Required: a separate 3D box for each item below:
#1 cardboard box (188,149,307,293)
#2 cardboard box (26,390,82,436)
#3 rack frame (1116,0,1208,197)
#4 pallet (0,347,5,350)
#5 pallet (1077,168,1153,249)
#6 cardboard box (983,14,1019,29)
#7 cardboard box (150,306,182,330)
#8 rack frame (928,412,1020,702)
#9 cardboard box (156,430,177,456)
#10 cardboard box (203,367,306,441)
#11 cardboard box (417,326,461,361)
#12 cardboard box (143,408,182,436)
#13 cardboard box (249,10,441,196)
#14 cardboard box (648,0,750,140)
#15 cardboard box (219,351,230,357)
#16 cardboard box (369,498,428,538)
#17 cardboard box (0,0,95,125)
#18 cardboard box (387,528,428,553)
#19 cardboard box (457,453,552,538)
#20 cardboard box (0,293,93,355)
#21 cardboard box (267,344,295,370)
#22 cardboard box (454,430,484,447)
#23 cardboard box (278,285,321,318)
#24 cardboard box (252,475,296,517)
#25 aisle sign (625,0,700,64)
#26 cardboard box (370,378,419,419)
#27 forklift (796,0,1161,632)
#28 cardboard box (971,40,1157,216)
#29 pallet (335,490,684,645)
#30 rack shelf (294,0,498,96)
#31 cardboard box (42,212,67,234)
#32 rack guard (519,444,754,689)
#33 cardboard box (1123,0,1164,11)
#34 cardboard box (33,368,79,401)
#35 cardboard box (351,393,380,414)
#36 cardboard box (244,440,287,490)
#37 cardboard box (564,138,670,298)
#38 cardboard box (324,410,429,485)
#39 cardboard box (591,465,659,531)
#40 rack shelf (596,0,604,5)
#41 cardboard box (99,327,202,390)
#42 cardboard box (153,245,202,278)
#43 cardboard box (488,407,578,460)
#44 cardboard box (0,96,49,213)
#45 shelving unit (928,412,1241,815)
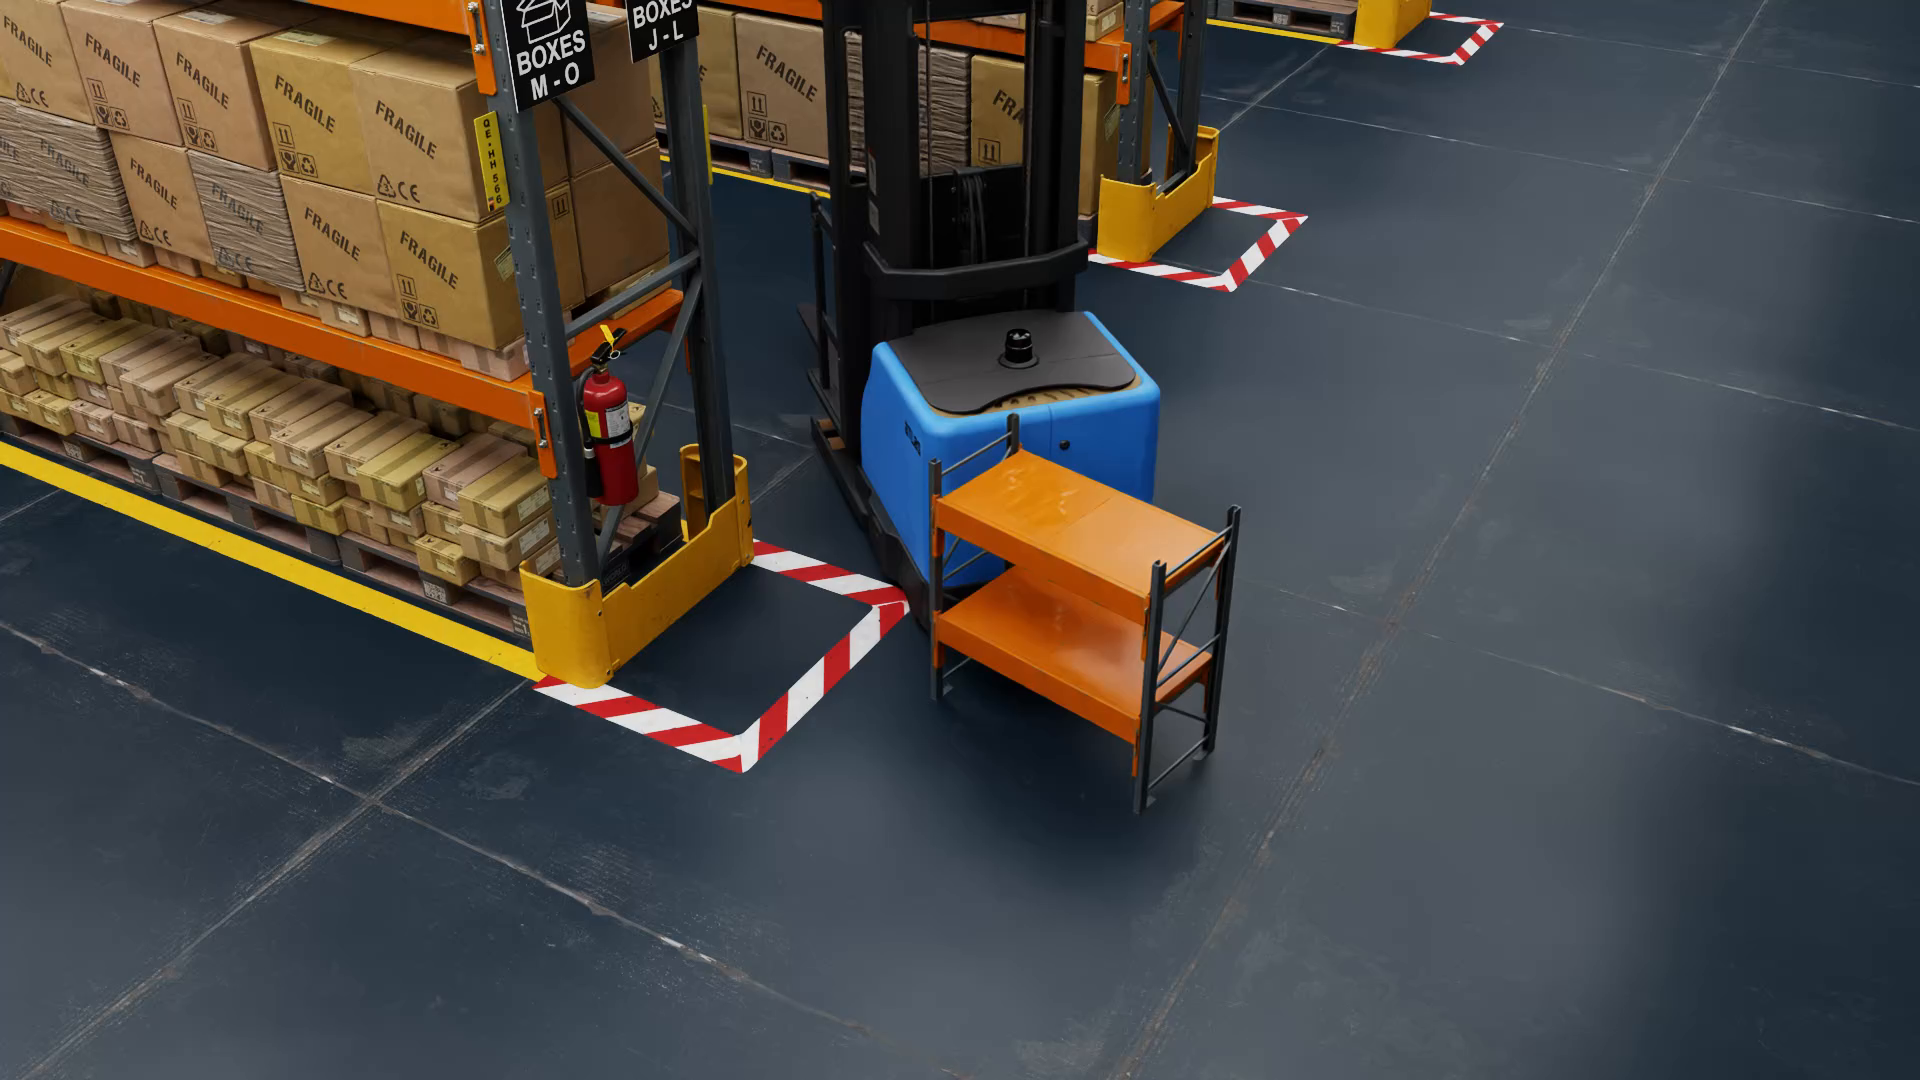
[{"bbox_3d":[-2.700,-1.374,6.748,0.500,0.500,0.500,18,38,25],"label":"cardboard box"},{"bbox_3d":[-4.378,-0.690,8.273,0.250,0.149,0.380,19,38,26],"label":"cardboard box"},{"bbox_3d":[1.256,-3.289,9.983,0.127,3.000,1.000,18,37,24],"label":"rack frame"},{"bbox_3d":[-5.442,-1.083,9.185,1.213,0.211,1.003,18,37,24],"label":"pallet"},{"bbox_3d":[0.523,-2.310,11.029,1.213,0.211,1.003,18,37,24],"label":"pallet"},{"bbox_3d":[0.338,-3.264,10.173,0.250,0.149,0.380,18,38,25],"label":"cardboard box"},{"bbox_3d":[-3.866,-1.177,8.468,0.250,0.149,0.380,17,37,24],"label":"cardboard box"},{"bbox_3d":[0.057,0.079,6.616,0.032,1.125,0.500,26,41,33],"label":"rack frame"},{"bbox_3d":[-3.640,-0.544,8.054,0.250,0.149,0.380,16,37,22],"label":"cardboard box"},{"bbox_3d":[-3.225,-0.629,7.645,0.250,0.149,0.380,18,38,25],"label":"cardboard box"},{"bbox_3d":[-1.913,-0.865,6.570,0.250,0.149,0.380,18,37,24],"label":"cardboard box"},{"bbox_3d":[-3.656,-0.650,7.944,0.250,0.149,0.380,19,38,27],"label":"cardboard box"},{"bbox_3d":[-2.253,-1.657,6.271,0.500,0.500,0.500,16,37,23],"label":"cardboard box"},{"bbox_3d":[-1.684,-3.459,11.777,0.875,0.875,0.875,18,37,24],"label":"cardboard box"},{"bbox_3d":[-3.683,-0.958,8.408,0.250,0.149,0.380,18,38,25],"label":"cardboard box"},{"bbox_3d":[-2.345,-0.192,7.256,0.250,0.149,0.380,16,37,23],"label":"cardboard box"},{"bbox_3d":[-3.615,-2.081,6.909,0.500,0.500,0.500,18,38,25],"label":"cardboard box"},{"bbox_3d":[-2.313,-0.099,7.385,0.250,0.149,0.380,17,37,24],"label":"cardboard box"},{"bbox_3d":[-1.878,-0.189,6.984,0.250,0.149,0.380,18,38,25],"label":"cardboard box"},{"bbox_3d":[-4.569,-1.071,8.309,0.250,0.149,0.380,19,38,26],"label":"cardboard box"},{"bbox_3d":[-3.159,-0.970,8.156,0.250,0.149,0.380,16,37,23],"label":"cardboard box"},{"bbox_3d":[-2.086,-0.437,7.624,0.250,0.149,0.380,18,38,25],"label":"cardboard box"},{"bbox_3d":[-2.586,-1.073,6.881,0.250,0.149,0.380,16,37,22],"label":"cardboard box"},{"bbox_3d":[-3.014,-0.285,7.665,0.250,0.149,0.380,18,38,25],"label":"cardboard box"},{"bbox_3d":[-1.081,-2.136,5.906,0.004,0.787,0.394,18,37,24],"label":"aisle sign"},{"bbox_3d":[-2.526,-0.731,7.798,0.250,0.149,0.380,19,38,26],"label":"cardboard box"},{"bbox_3d":[-0.114,-1.630,7.553,1.130,2.935,3.031,-11,35,-15],"label":"forklift"},{"bbox_3d":[0.661,-2.717,10.662,0.875,0.875,0.875,18,37,24],"label":"cardboard box"},{"bbox_3d":[-2.047,-0.031,7.605,1.213,0.211,1.003,18,37,24],"label":"pallet"},{"bbox_3d":[-3.029,-2.429,6.634,4.000,0.370,1.077,18,37,24],"label":"rack shelf"},{"bbox_3d":[-3.930,-1.529,7.567,0.250,0.149,0.380,16,37,22],"label":"cardboard box"},{"bbox_3d":[-1.359,0.090,7.164,0.348,0.500,1.175,18,37,24],"label":"rack guard"},{"bbox_3d":[1.112,-3.441,10.437,0.250,0.149,0.380,18,38,25],"label":"cardboard box"},{"bbox_3d":[-4.345,-0.862,8.263,0.250,0.149,0.380,18,38,25],"label":"cardboard box"},{"bbox_3d":[-2.789,-0.641,7.932,0.250,0.149,0.380,20,38,27],"label":"cardboard box"},{"bbox_3d":[-3.014,-0.407,7.580,0.250,0.149,0.380,20,38,27],"label":"cardboard box"},{"bbox_3d":[-1.545,-1.352,6.715,0.500,0.500,0.500,19,38,27],"label":"cardboard box"},{"bbox_3d":[-2.549,-0.398,7.298,0.250,0.149,0.380,16,37,23],"label":"cardboard box"},{"bbox_3d":[-1.589,-0.216,7.562,0.250,0.149,0.380,18,38,25],"label":"cardboard box"},{"bbox_3d":[-3.953,-4.640,12.660,4.000,0.370,1.077,18,37,24],"label":"rack shelf"},{"bbox_3d":[-3.878,-0.860,7.992,0.250,0.149,0.380,17,37,23],"label":"cardboard box"},{"bbox_3d":[-3.259,-1.300,7.222,0.250,0.149,0.380,19,38,26],"label":"cardboard box"},{"bbox_3d":[-1.878,-0.491,7.438,0.250,0.149,0.380,18,38,25],"label":"cardboard box"},{"bbox_3d":[-4.028,-1.805,7.396,0.500,0.500,0.500,18,37,24],"label":"cardboard box"},{"bbox_3d":[0.439,0.265,6.338,1.048,1.125,0.538,26,41,33],"label":"shelving unit"}]
